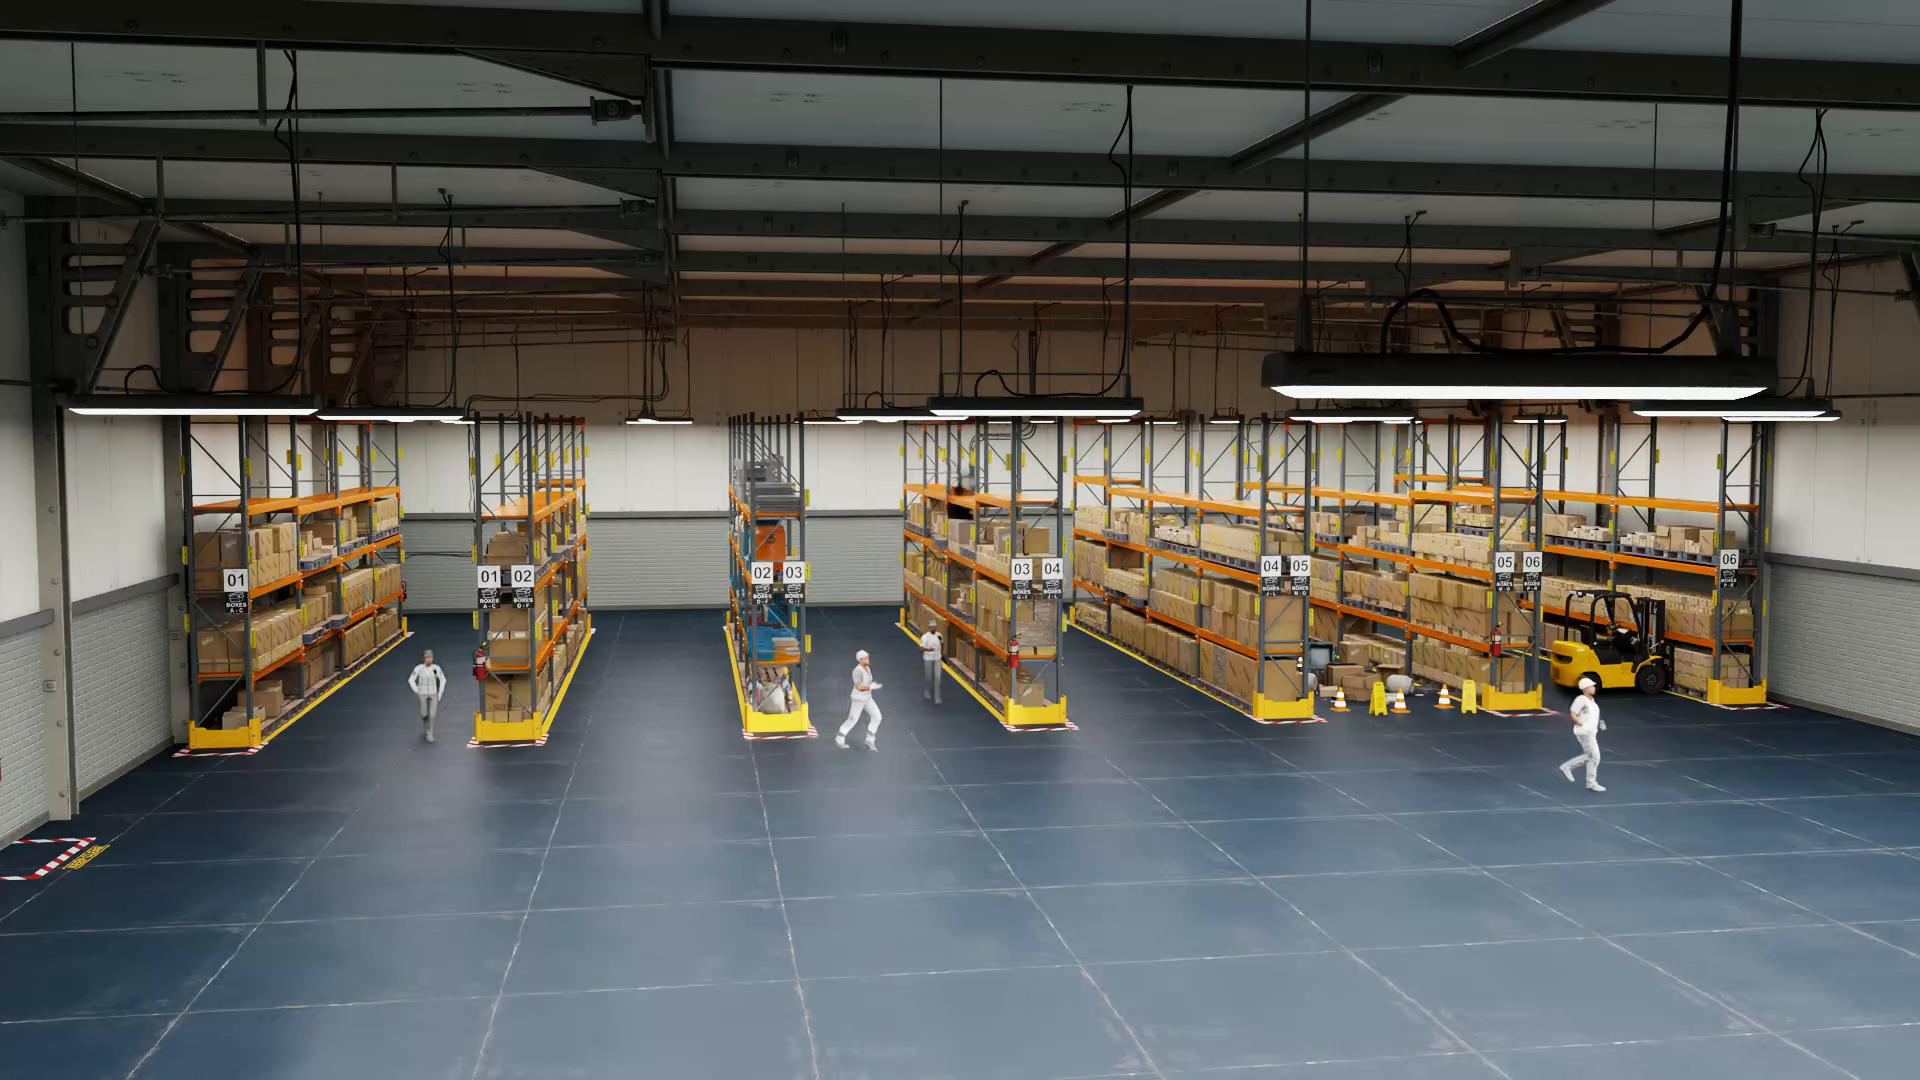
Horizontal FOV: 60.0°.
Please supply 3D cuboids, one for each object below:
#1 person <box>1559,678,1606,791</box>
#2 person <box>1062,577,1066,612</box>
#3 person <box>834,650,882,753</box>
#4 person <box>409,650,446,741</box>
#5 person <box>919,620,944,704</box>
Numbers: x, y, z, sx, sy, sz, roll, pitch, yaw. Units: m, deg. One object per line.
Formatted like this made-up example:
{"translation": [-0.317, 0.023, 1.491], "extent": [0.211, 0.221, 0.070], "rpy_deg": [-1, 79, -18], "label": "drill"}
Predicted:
{"translation": [9.860, 3.057, 26.257], "extent": [0.689, 1.764, 0.690], "rpy_deg": [3, 5, 33], "label": "person"}
{"translation": [2.770, 1.537, 49.247], "extent": [0.951, 1.644, 0.642], "rpy_deg": [-2, 5, -31], "label": "person"}
{"translation": [-1.747, 2.839, 29.280], "extent": [0.908, 1.817, 0.676], "rpy_deg": [2, 4, 24], "label": "person"}
{"translation": [-9.742, 2.836, 30.460], "extent": [0.652, 1.666, 0.502], "rpy_deg": [-1, 4, -20], "label": "person"}
{"translation": [-0.566, 2.500, 34.562], "extent": [0.581, 1.699, 0.876], "rpy_deg": [-1, 4, -14], "label": "person"}
